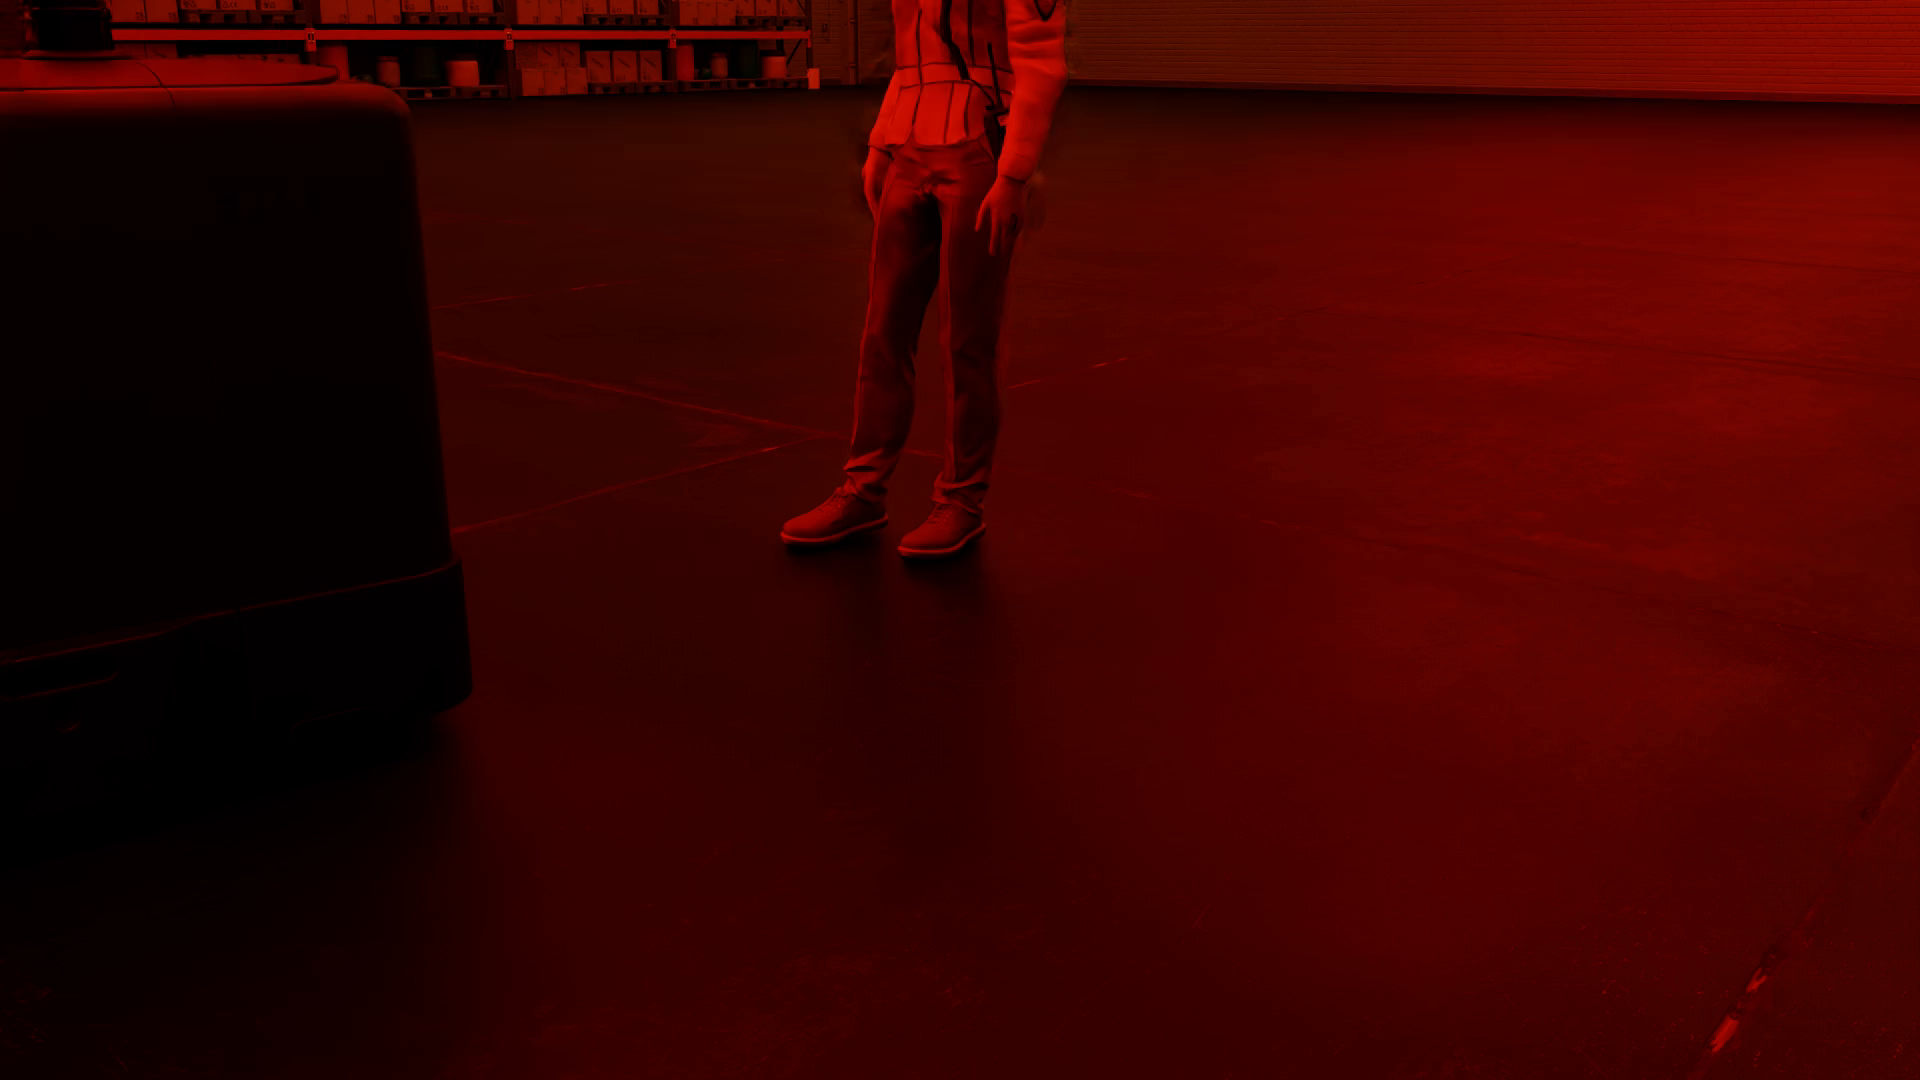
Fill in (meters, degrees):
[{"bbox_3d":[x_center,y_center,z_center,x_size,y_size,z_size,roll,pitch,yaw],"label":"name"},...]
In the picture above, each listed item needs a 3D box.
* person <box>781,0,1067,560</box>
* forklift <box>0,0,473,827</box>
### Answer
[{"bbox_3d":[-0.074,-0.796,3.637,0.572,1.696,0.578,-12,21,-34],"label":"person"},{"bbox_3d":[-2.317,-0.923,1.938,3.031,2.935,1.130,-12,21,-35],"label":"forklift"}]
